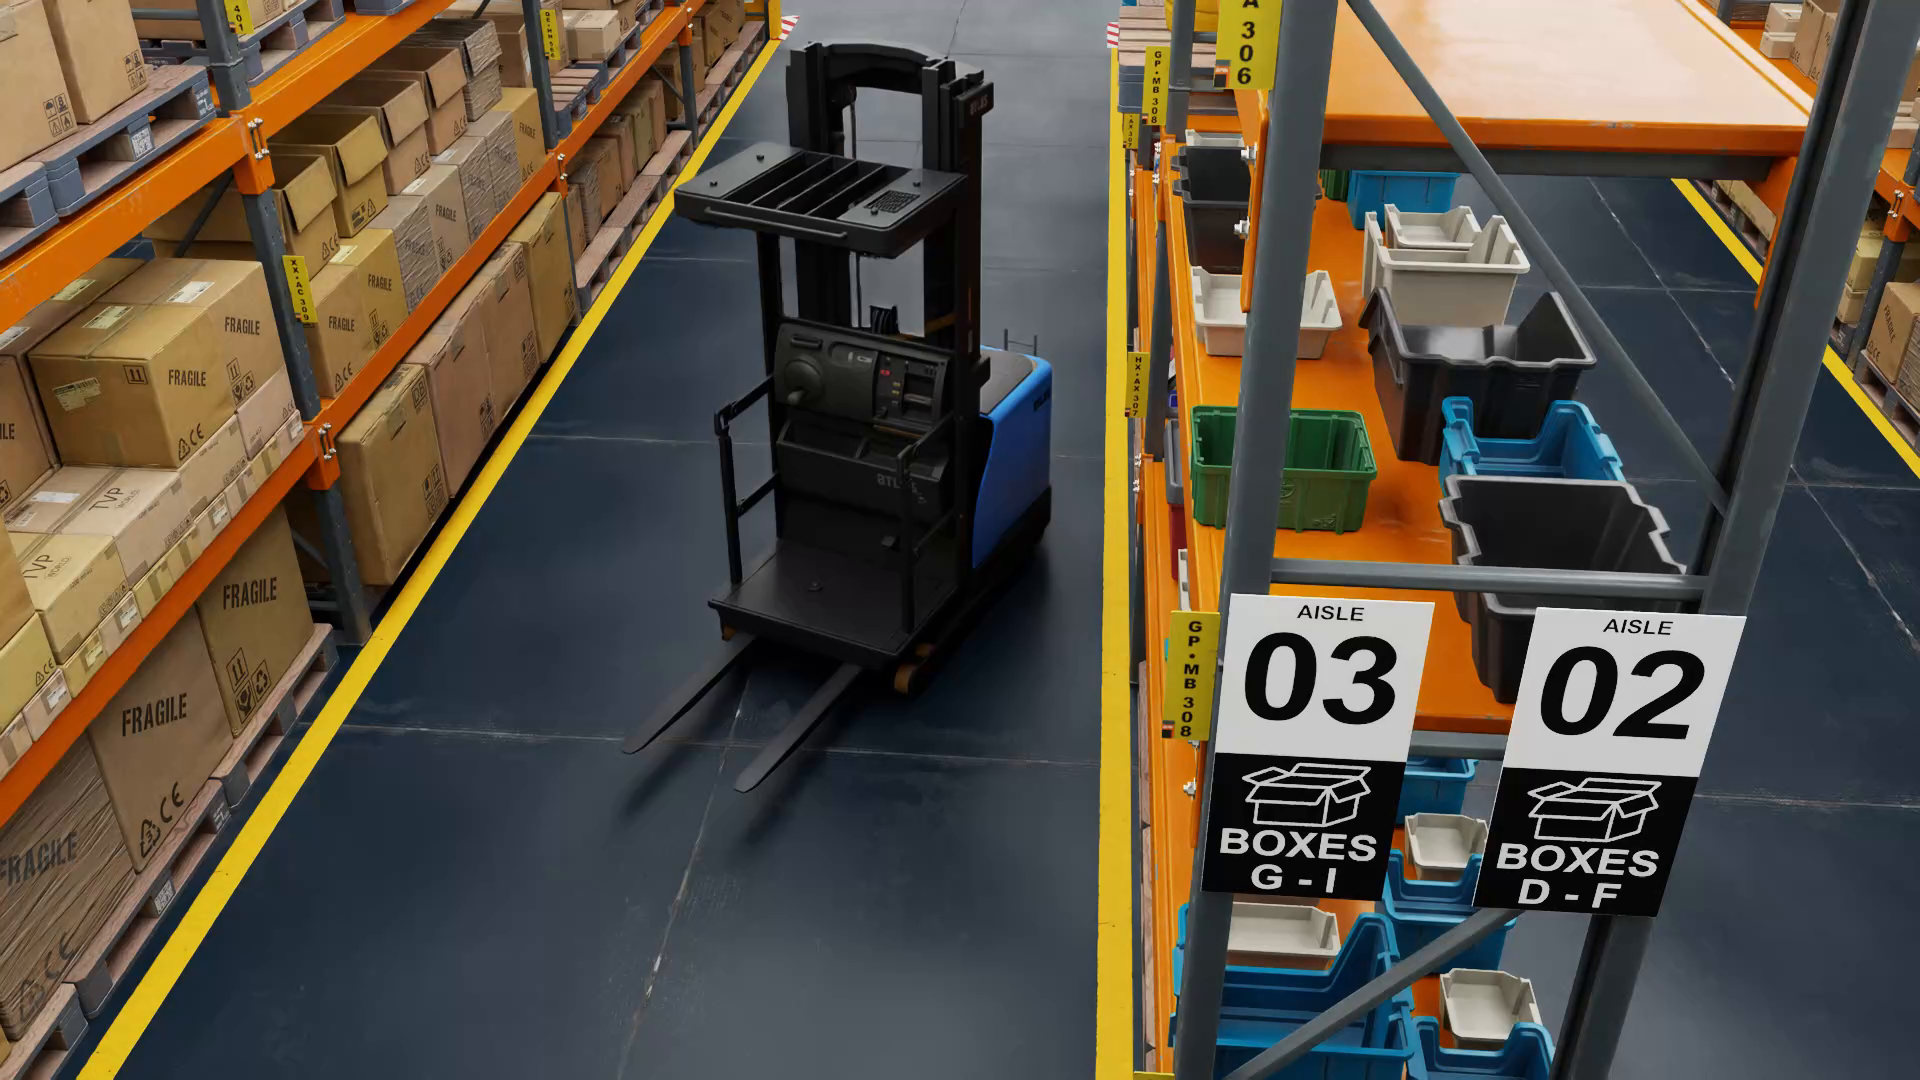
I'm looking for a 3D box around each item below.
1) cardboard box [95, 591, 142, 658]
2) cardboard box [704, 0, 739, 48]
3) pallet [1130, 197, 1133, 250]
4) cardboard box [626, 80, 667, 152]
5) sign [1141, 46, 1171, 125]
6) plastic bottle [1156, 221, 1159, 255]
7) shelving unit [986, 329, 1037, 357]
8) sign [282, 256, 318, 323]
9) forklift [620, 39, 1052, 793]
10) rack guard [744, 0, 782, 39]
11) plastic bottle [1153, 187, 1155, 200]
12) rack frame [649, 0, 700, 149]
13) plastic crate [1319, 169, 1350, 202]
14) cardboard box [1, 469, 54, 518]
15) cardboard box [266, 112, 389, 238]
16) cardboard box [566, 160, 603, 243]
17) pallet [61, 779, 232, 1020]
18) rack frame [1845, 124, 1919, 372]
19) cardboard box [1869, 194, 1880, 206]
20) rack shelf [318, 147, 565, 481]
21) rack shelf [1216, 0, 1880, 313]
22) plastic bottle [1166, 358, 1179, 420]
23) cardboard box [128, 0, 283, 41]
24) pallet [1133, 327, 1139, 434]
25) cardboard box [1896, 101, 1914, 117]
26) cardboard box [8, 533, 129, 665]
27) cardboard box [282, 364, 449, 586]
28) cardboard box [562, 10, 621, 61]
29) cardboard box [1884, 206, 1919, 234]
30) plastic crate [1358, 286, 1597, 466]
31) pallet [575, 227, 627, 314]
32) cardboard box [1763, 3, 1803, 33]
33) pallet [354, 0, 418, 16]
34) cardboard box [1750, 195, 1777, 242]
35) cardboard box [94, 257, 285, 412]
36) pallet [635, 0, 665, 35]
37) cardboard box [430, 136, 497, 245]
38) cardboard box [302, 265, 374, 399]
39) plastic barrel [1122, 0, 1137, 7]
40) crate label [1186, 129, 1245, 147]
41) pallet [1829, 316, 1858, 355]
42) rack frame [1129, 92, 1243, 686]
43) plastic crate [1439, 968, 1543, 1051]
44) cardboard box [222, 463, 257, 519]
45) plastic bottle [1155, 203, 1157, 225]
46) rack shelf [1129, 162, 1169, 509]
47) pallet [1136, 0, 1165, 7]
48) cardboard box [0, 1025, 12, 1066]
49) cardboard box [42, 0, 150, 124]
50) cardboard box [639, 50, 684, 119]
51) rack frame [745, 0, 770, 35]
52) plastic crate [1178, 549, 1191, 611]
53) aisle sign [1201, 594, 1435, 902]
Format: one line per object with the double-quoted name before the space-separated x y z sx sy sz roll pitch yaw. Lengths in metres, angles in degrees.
"cardboard box" -3.408 0.314 6.401 0.380 0.149 0.250 3 32 5
"cardboard box" -2.689 -5.521 17.612 0.500 0.500 0.500 11 33 17
"pallet" 1.882 -2.504 13.392 1.003 0.211 1.213 2 32 4
"cardboard box" -3.004 -3.757 14.731 0.700 0.500 0.500 0 32 0
"sign" 0.805 -1.865 6.830 0.100 0.325 0.005 2 32 4
"plastic bottle" 1.182 -1.787 9.682 0.061 0.283 0.133 2 32 4
"shelving unit" 0.292 -0.676 9.626 0.215 1.050 0.252 14 34 22
"sign" -3.030 -1.150 7.637 0.100 0.325 0.005 2 32 4
"forklift" -0.581 -0.738 7.934 1.130 2.935 3.031 14 34 22
"rack guard" -2.613 -5.942 18.696 1.175 0.500 0.348 2 32 4
"plastic bottle" 1.276 -2.244 10.501 0.097 0.201 0.097 0 32 0
"rack frame" -2.932 -4.954 14.710 1.000 3.000 0.127 2 32 4
"plastic crate" 1.620 -1.512 6.467 0.450 0.188 0.662 2 32 4
"cardboard box" -3.965 -0.068 6.642 0.500 0.250 0.500 3 32 5
"cardboard box" -3.472 -1.933 8.757 0.797 0.503 0.637 3 32 5
"cardboard box" -3.191 -2.628 12.898 0.700 0.500 0.500 0 32 0
"pallet" -3.820 1.450 6.976 1.003 0.211 1.213 2 32 4
"rack frame" 6.615 -2.438 10.627 1.000 3.000 0.127 2 32 4
"cardboard box" 6.492 -2.505 12.422 0.500 0.311 0.500 2 32 4
"rack shelf" -3.421 -1.511 9.808 1.077 0.370 4.000 2 32 4
"rack shelf" 1.190 -1.591 4.602 1.077 0.370 4.000 2 32 4
"plastic bottle" 1.063 -0.727 7.969 0.152 0.276 0.135 2 32 4
"cardboard box" -3.546 -2.573 7.492 0.700 0.500 0.500 3 32 5
"pallet" 1.656 -1.050 11.033 1.003 0.211 1.213 2 32 4
"cardboard box" 6.663 -3.000 11.779 0.380 0.149 0.250 5 32 8
"cardboard box" -3.484 0.210 6.189 0.500 0.250 0.500 2 32 3
"cardboard box" -3.551 -0.381 8.914 1.225 0.875 0.875 3 32 4
"cardboard box" -2.892 -3.844 12.652 0.500 0.250 0.500 2 32 3
"cardboard box" 6.985 -2.221 11.961 0.500 0.311 0.500 2 32 3
"plastic crate" 1.426 -0.506 4.692 0.504 0.338 0.767 2 32 4
"pallet" -3.193 -2.084 12.711 1.003 0.211 1.213 2 32 4
"cardboard box" 6.944 -4.206 13.639 0.500 0.250 0.500 4 32 7
"pallet" -3.346 -3.135 9.080 1.003 0.211 1.213 4 32 6
"cardboard box" 6.536 -2.533 13.002 0.500 0.250 0.500 3 32 5
"cardboard box" -3.355 -0.901 7.278 0.500 0.500 0.500 3 32 5
"pallet" -3.140 -4.479 14.122 1.003 0.211 1.213 2 32 4
"cardboard box" -3.137 -2.105 9.991 0.500 0.500 0.500 1 32 2
"cardboard box" -3.297 -1.044 8.269 0.500 0.500 0.500 3 32 4
"plastic barrel" 1.671 -4.767 13.929 0.600 0.901 0.708 2 32 4
"crate label" 1.025 -1.481 6.466 0.293 0.136 0.466 2 32 4
"pallet" 6.721 -1.679 12.054 1.003 0.211 1.213 2 32 4
"rack frame" 1.353 -0.560 7.579 1.000 3.000 0.127 2 32 4
"plastic crate" 1.484 1.340 4.692 0.250 0.136 0.298 2 32 4
"cardboard box" -3.324 -0.222 7.271 0.380 0.149 0.250 2 32 3
"plastic bottle" 1.236 -1.983 10.078 0.097 0.201 0.097 0 32 0
"rack shelf" 1.516 -1.299 9.465 1.077 0.370 4.000 2 32 4
"pallet" 1.409 -2.763 8.476 1.003 0.211 1.213 2 32 4
"cardboard box" -3.937 1.708 5.524 0.875 0.875 0.875 2 32 4
"cardboard box" -3.587 -1.900 6.305 0.700 0.500 0.500 1 32 1
"cardboard box" -2.860 -4.276 15.593 0.500 0.500 0.500 2 32 2
"rack frame" -2.607 -7.046 18.104 1.000 3.000 0.127 2 32 4
"plastic crate" 1.045 0.256 6.312 0.437 0.282 0.530 2 32 4
"aisle sign" 0.729 0.450 3.462 0.394 0.787 0.004 2 32 4
